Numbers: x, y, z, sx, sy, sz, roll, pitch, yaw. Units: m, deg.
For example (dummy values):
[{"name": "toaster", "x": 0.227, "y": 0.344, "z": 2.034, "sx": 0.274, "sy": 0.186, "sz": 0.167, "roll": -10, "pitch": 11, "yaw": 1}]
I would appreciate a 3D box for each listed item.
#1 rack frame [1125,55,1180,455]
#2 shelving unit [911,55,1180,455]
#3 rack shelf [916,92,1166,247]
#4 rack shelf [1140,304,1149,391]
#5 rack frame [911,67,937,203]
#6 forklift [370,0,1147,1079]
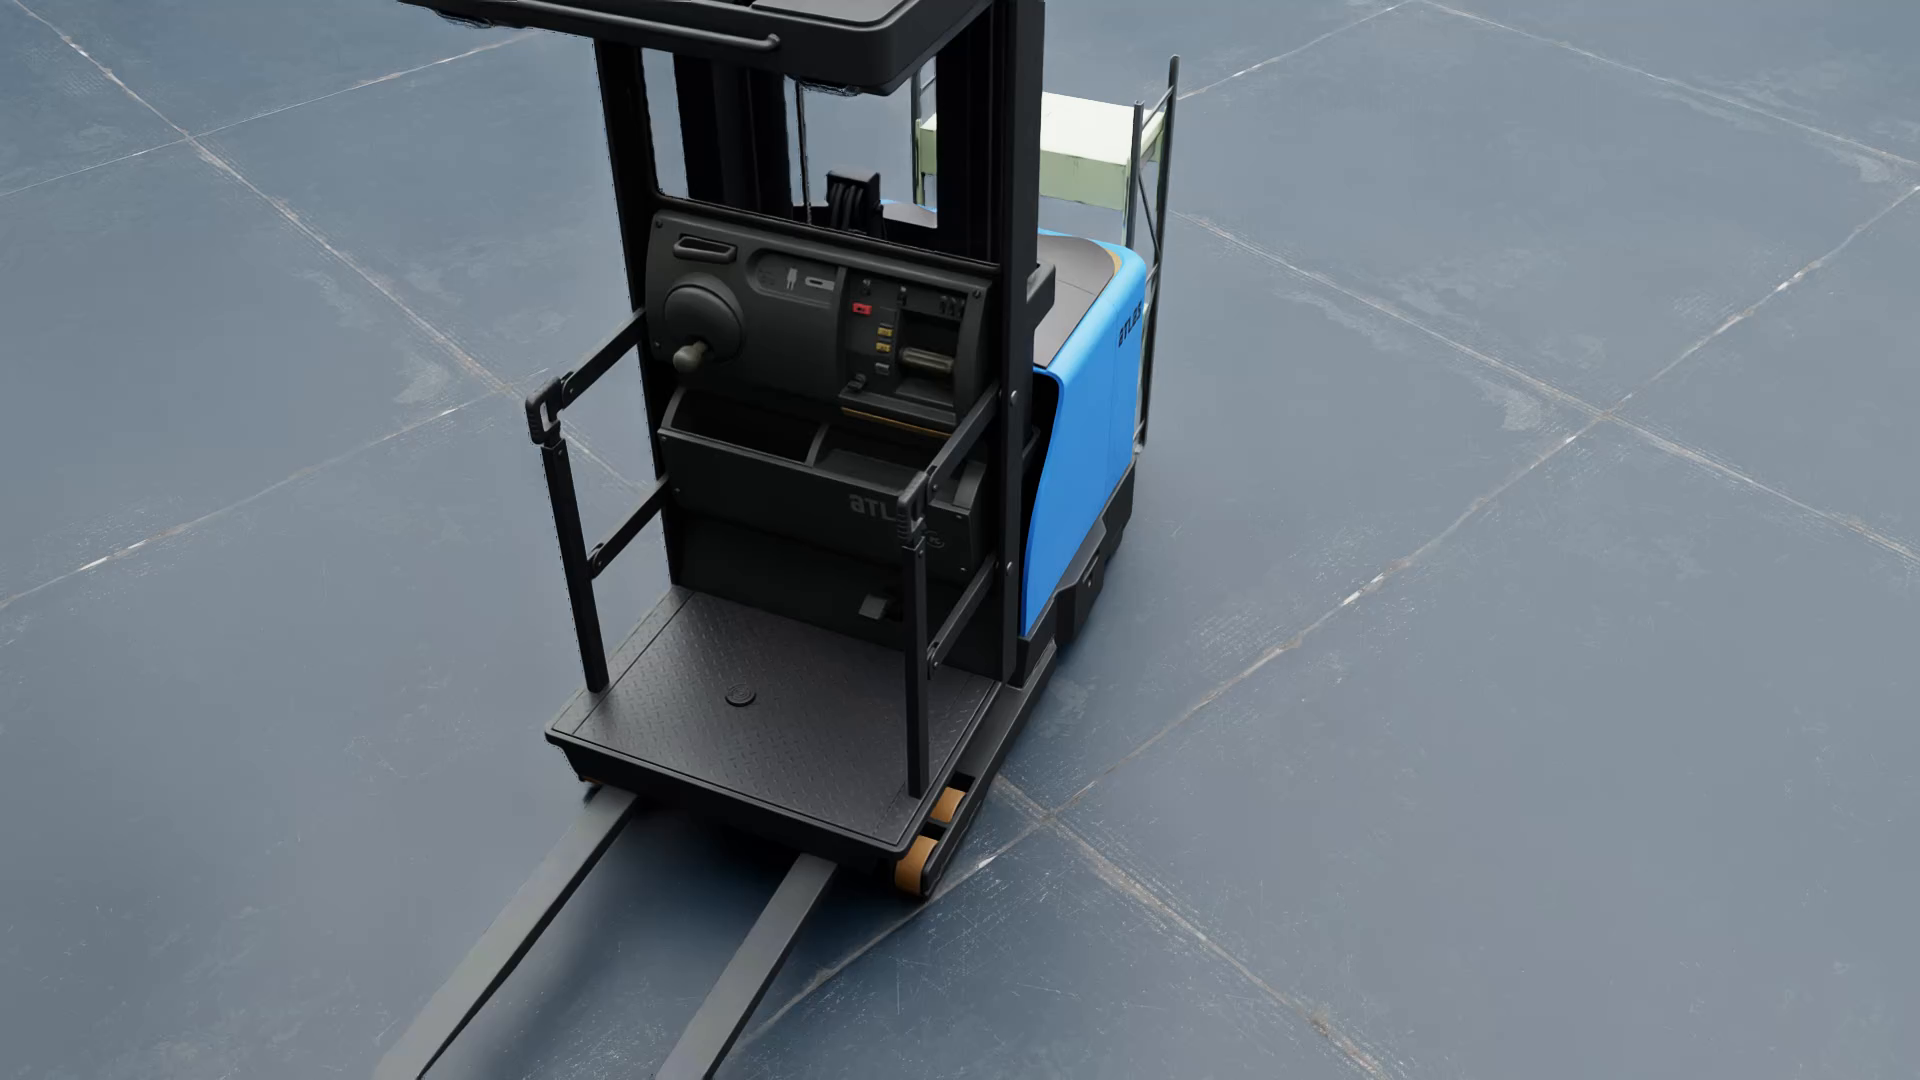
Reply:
[{"name": "rack frame", "x": 0.608, "y": -0.836, "z": 5.592, "sx": 0.023, "sy": 1.500, "sz": 0.400, "roll": 15, "pitch": 41, "yaw": 18}, {"name": "shelving unit", "x": 0.271, "y": -0.925, "z": 5.702, "sx": 0.755, "sy": 1.500, "sz": 0.431, "roll": 15, "pitch": 41, "yaw": 18}, {"name": "rack shelf", "x": 0.271, "y": -1.229, "z": 5.457, "sx": 0.720, "sy": 0.370, "sz": 0.431, "roll": 15, "pitch": 41, "yaw": 18}, {"name": "rack shelf", "x": 0.271, "y": -0.672, "z": 5.907, "sx": 0.720, "sy": 0.370, "sz": 0.431, "roll": 15, "pitch": 41, "yaw": 18}, {"name": "rack frame", "x": -0.066, "y": -1.015, "z": 5.813, "sx": 0.023, "sy": 1.500, "sz": 0.400, "roll": 15, "pitch": 41, "yaw": 18}, {"name": "forklift", "x": -0.457, "y": -0.479, "z": 4.010, "sx": 1.130, "sy": 2.935, "sz": 3.031, "roll": 15, "pitch": 41, "yaw": 18}]
